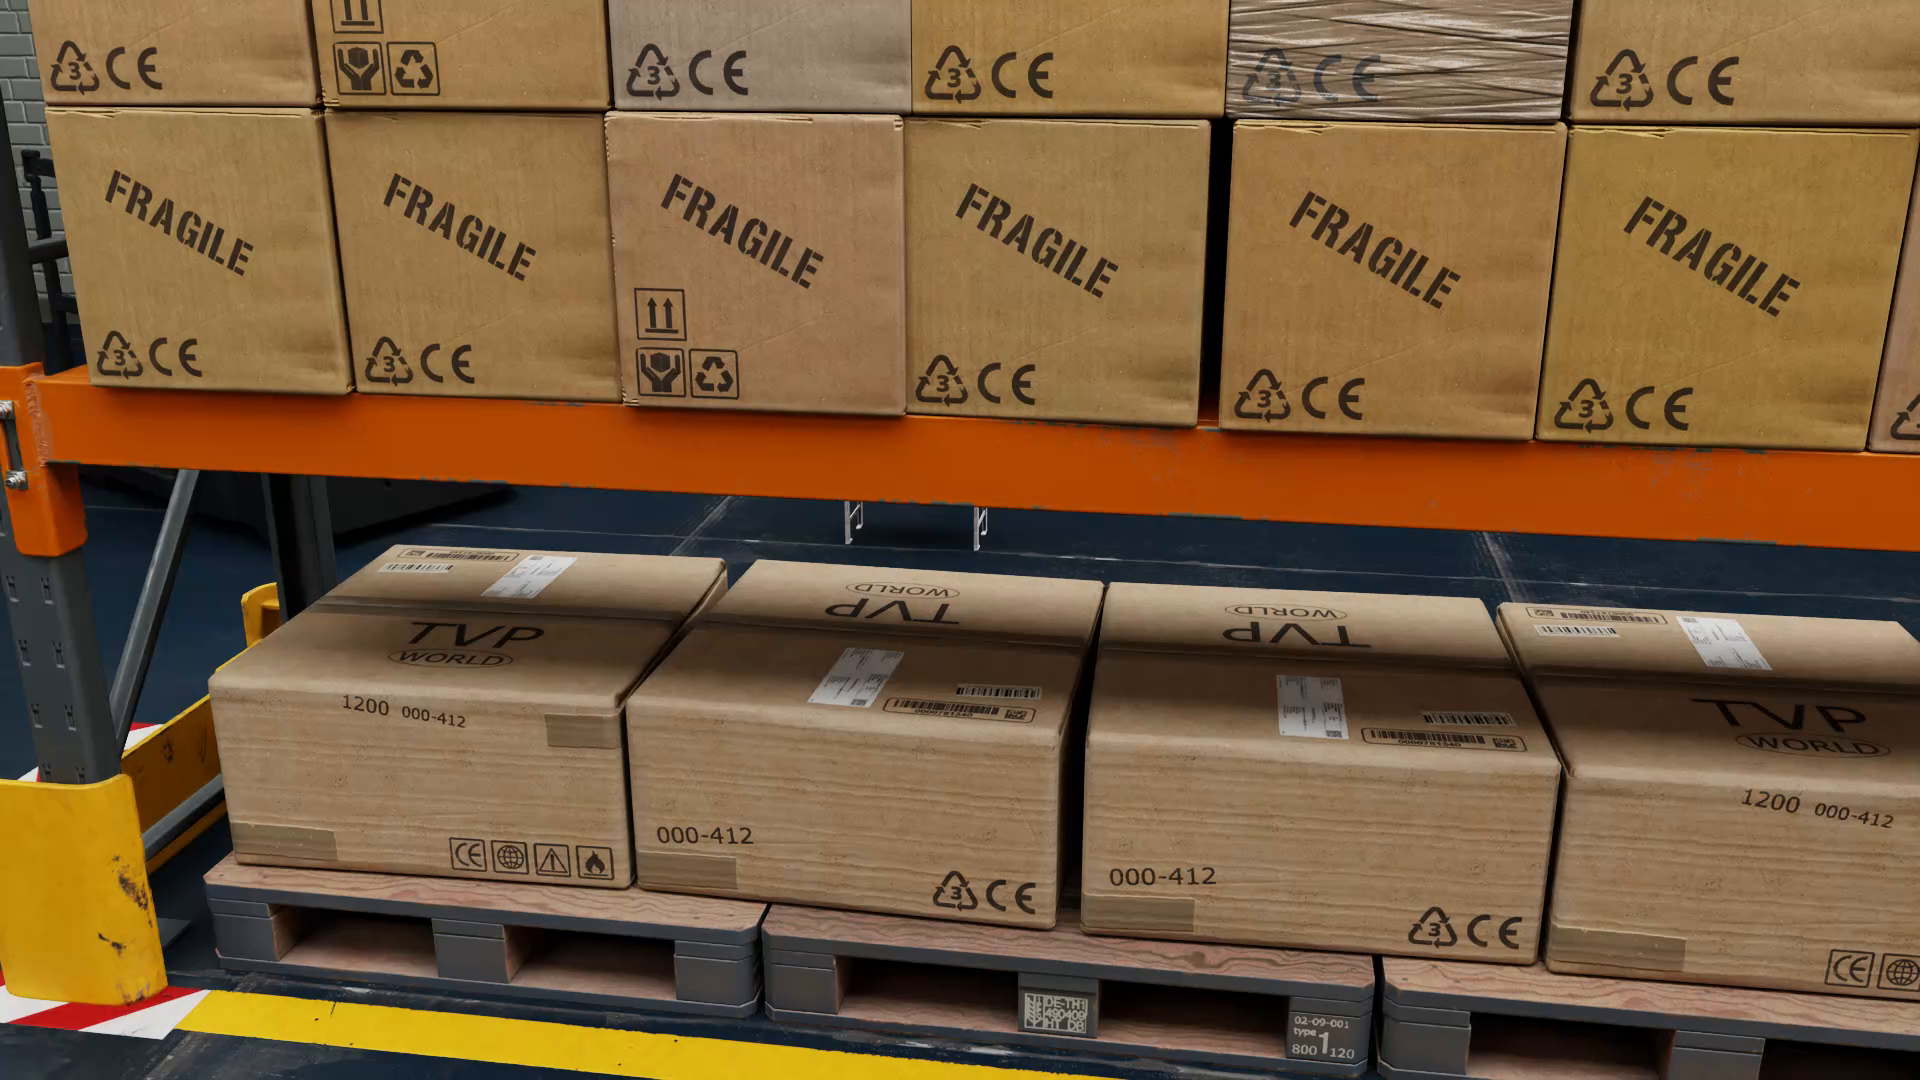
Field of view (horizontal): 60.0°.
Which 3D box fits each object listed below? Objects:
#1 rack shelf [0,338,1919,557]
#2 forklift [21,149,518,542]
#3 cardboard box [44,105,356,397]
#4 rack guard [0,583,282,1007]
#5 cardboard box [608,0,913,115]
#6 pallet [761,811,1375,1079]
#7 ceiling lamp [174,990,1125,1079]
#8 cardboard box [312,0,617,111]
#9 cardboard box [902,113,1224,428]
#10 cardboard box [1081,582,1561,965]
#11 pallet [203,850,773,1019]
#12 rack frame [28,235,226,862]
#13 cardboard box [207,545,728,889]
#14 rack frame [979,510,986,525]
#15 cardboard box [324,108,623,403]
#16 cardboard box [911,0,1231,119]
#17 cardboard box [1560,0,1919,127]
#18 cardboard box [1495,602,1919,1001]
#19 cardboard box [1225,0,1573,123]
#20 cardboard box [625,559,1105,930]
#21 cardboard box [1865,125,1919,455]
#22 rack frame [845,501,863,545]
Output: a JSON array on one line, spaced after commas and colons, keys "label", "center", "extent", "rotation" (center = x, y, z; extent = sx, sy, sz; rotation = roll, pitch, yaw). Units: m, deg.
[{"label": "rack shelf", "center": [0.240, -0.206, 3.326], "extent": [4.000, 0.370, 1.077], "rotation": [3, 19, 9]}, {"label": "forklift", "center": [-3.270, -0.500, 3.317], "extent": [7.737, 2.843, 7.029], "rotation": [14, 23, 37]}, {"label": "cardboard box", "center": [-1.306, -0.581, 3.156], "extent": [0.500, 0.500, 0.500], "rotation": [3, 19, 8]}, {"label": "rack guard", "center": [-1.758, 0.536, 3.913], "extent": [0.348, 0.500, 1.175], "rotation": [3, 19, 9]}, {"label": "cardboard box", "center": [-0.285, -1.009, 2.858], "extent": [0.500, 0.500, 0.500], "rotation": [3, 19, 8]}, {"label": "pallet", "center": [0.268, 0.752, 3.722], "extent": [1.213, 0.211, 1.003], "rotation": [3, 19, 9]}, {"label": "ceiling lamp", "center": [0.131, 1.052, 3.160], "extent": [3.459, 0.001, 0.159], "rotation": [3, 19, 9]}, {"label": "cardboard box", "center": [-0.795, -1.032, 2.928], "extent": [0.500, 0.500, 0.500], "rotation": [2, 19, 7]}, {"label": "cardboard box", "center": [0.194, -0.513, 2.952], "extent": [0.500, 0.500, 0.500], "rotation": [4, 19, 10]}, {"label": "cardboard box", "center": [0.728, 0.459, 3.580], "extent": [0.875, 0.438, 0.875], "rotation": [2, 19, 7]}, {"label": "pallet", "center": [-0.933, 0.690, 3.908], "extent": [1.213, 0.211, 1.003], "rotation": [3, 19, 9]}, {"label": "rack frame", "center": [-1.734, -0.649, 3.516], "extent": [0.053, 2.616, 0.949], "rotation": [3, 19, 9]}, {"label": "cardboard box", "center": [-1.067, 0.370, 3.847], "extent": [0.875, 0.438, 0.875], "rotation": [2, 19, 7]}, {"label": "rack frame", "center": [0.078, -0.565, 6.102], "extent": [0.006, 1.046, 0.228], "rotation": [3, 19, 9]}, {"label": "cardboard box", "center": [-0.802, -0.565, 3.106], "extent": [0.500, 0.500, 0.500], "rotation": [3, 19, 8]}, {"label": "cardboard box", "center": [0.208, -0.984, 2.784], "extent": [0.500, 0.500, 0.500], "rotation": [3, 19, 9]}, {"label": "cardboard box", "center": [1.205, -0.934, 2.633], "extent": [0.500, 0.500, 0.500], "rotation": [3, 19, 8]}, {"label": "cardboard box", "center": [1.612, 0.504, 3.446], "extent": [0.875, 0.438, 0.875], "rotation": [3, 19, 8]}, {"label": "cardboard box", "center": [1.057, -1.421, 2.472], "extent": [1.234, 1.526, 0.509], "rotation": [4, 19, 10]}, {"label": "cardboard box", "center": [-0.162, 0.413, 3.717], "extent": [0.875, 0.438, 0.875], "rotation": [3, 19, 10]}, {"label": "cardboard box", "center": [1.716, -0.437, 2.725], "extent": [0.500, 0.500, 0.500], "rotation": [3, 19, 9]}, {"label": "rack frame", "center": [-0.404, -0.590, 6.174], "extent": [0.015, 1.200, 0.240], "rotation": [3, 19, 9]}]
